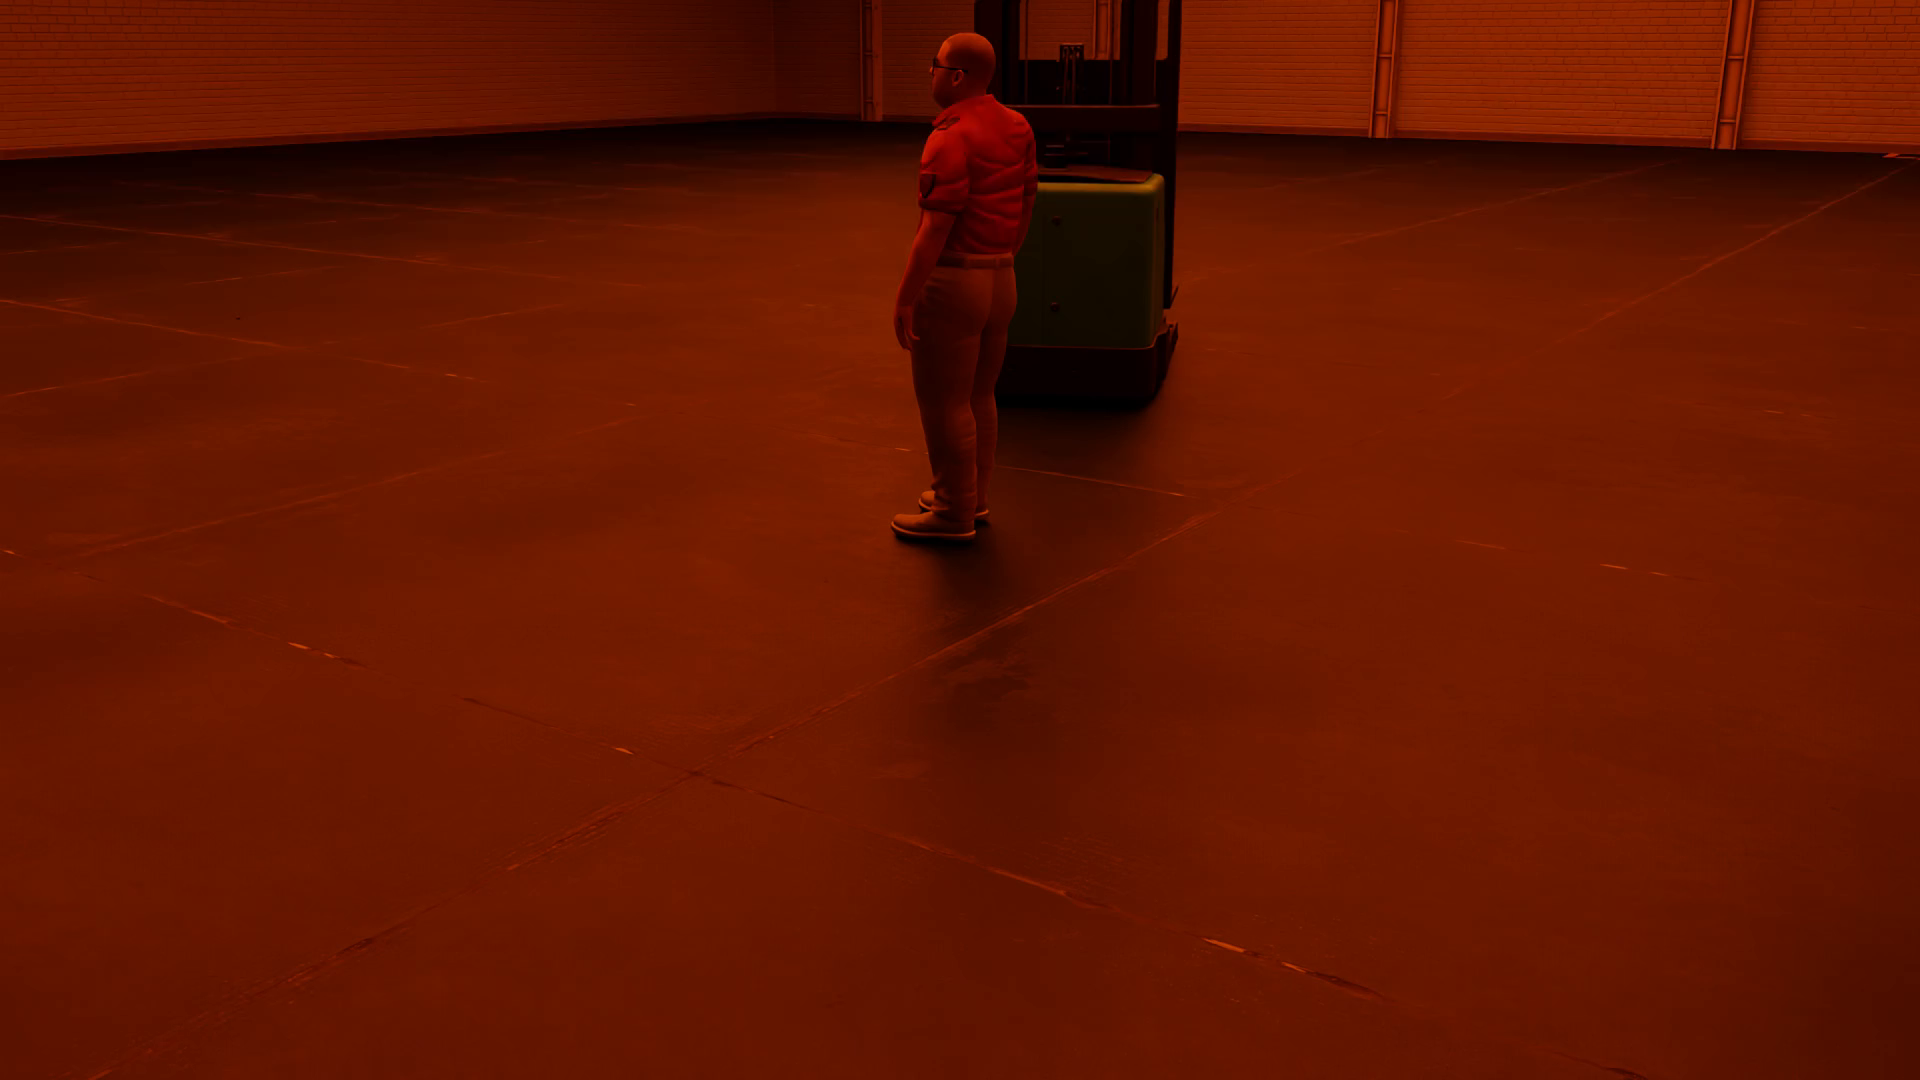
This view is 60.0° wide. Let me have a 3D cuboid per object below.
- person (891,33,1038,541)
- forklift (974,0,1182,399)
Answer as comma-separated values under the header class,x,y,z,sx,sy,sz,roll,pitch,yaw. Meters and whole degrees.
class,x,y,z,sx,sy,sz,roll,pitch,yaw
person,-0.067,-0.852,5.757,0.551,1.727,0.640,11,20,33
forklift,0.661,-2.462,9.065,1.130,2.935,3.031,3,17,10
